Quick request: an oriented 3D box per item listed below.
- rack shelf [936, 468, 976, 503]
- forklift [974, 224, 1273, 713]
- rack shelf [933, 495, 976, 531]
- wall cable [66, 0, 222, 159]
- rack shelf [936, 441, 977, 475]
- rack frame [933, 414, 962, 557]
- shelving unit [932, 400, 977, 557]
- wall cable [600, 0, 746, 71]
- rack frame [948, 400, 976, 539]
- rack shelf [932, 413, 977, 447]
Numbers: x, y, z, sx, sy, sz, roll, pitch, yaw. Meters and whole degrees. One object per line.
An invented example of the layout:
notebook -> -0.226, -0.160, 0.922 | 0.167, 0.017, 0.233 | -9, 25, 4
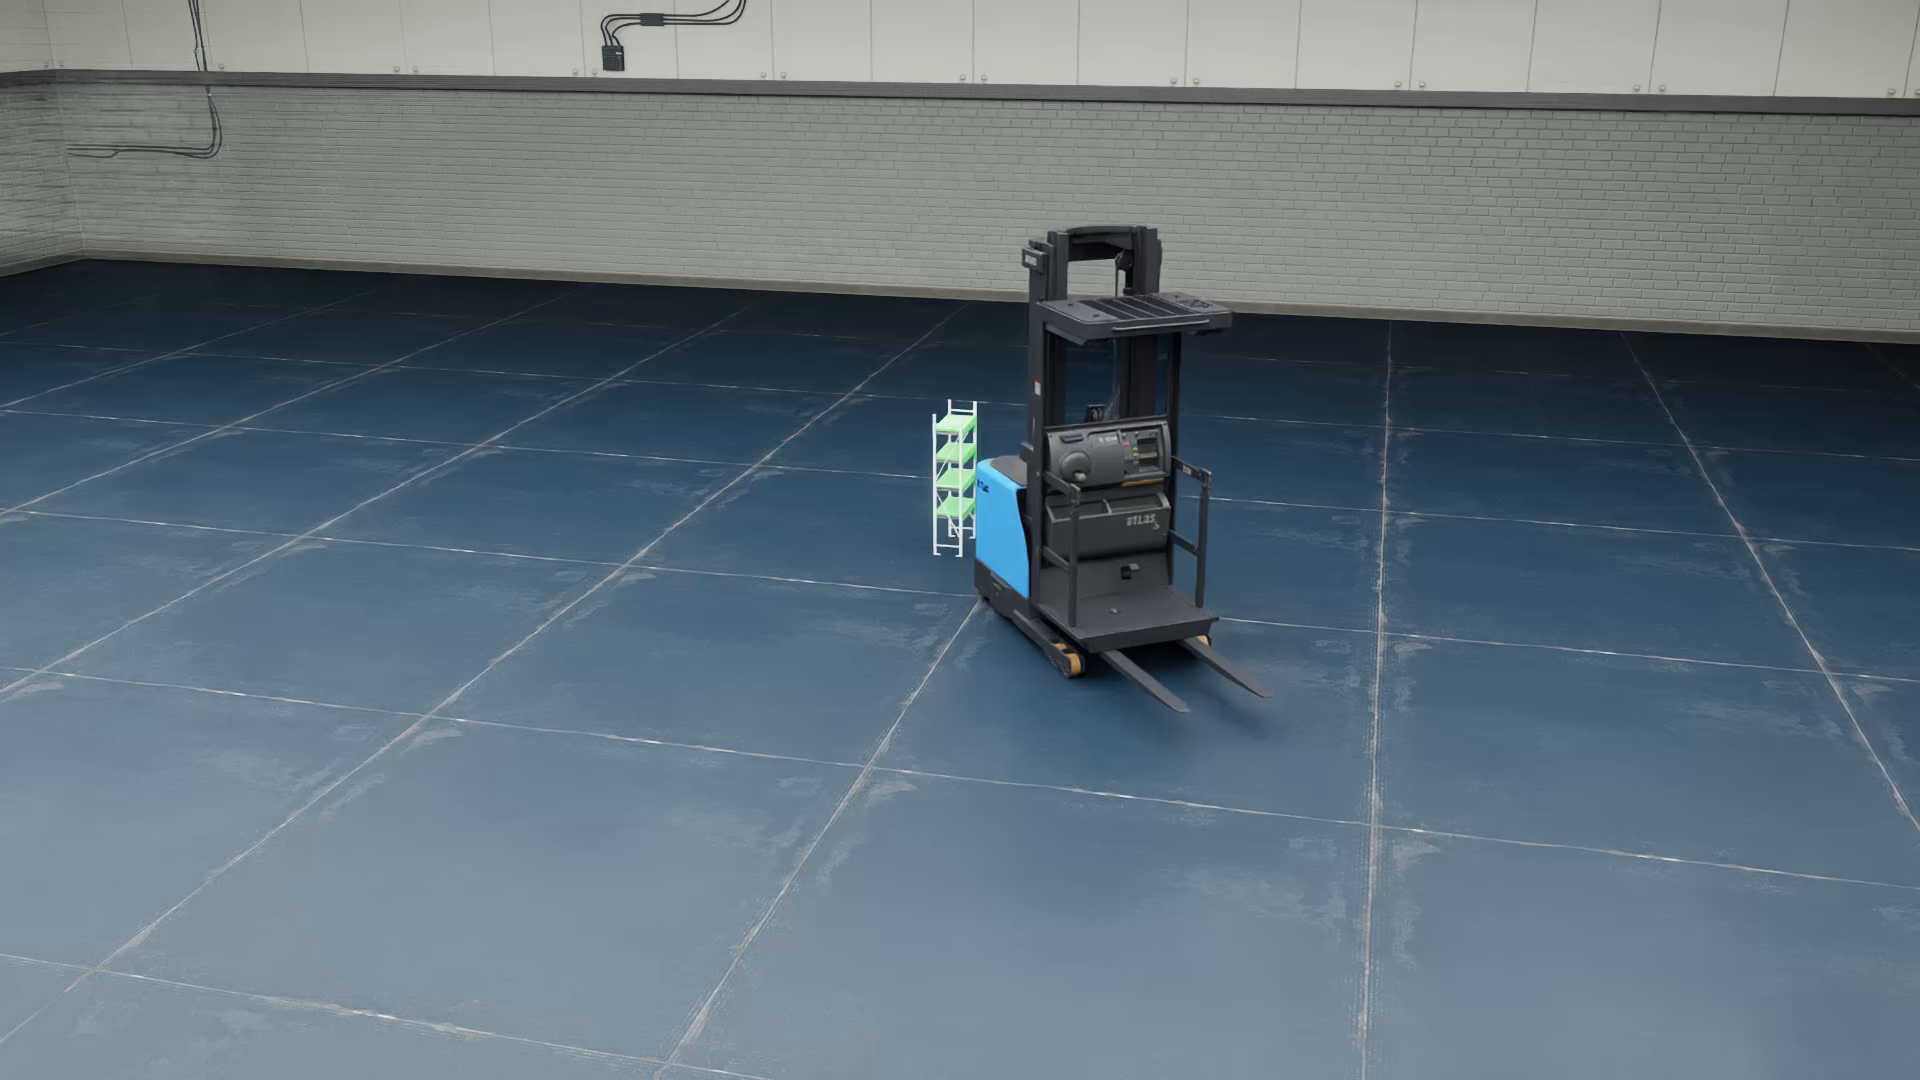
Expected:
rack shelf -> -0.040, -0.455, 13.862 | 0.258, 0.148, 0.480 | 5, 19, 13
forklift -> 1.124, -0.597, 11.402 | 1.130, 2.935, 3.031 | -7, 20, -20
rack shelf -> -0.040, -0.228, 13.940 | 0.258, 0.148, 0.480 | 5, 19, 13
wall cable -> -13.393, -7.432, 26.830 | 3.097, 2.526, 0.112 | 5, 19, 13
rack shelf -> -0.040, -0.683, 13.785 | 0.258, 0.148, 0.480 | 5, 19, 13
rack frame -> -0.100, -0.439, 13.618 | 0.240, 1.200, 0.015 | 5, 19, 13
shelving unit -> -0.040, -0.516, 13.842 | 0.258, 1.200, 0.503 | 5, 19, 13
wall cable -> -4.191, -9.757, 23.568 | 2.305, 6.003, 0.169 | 5, 19, 13
rack frame -> 0.019, -0.592, 14.066 | 0.240, 1.200, 0.015 | 5, 19, 13
rack shelf -> -0.040, -0.910, 13.707 | 0.258, 0.148, 0.480 | 5, 19, 13
